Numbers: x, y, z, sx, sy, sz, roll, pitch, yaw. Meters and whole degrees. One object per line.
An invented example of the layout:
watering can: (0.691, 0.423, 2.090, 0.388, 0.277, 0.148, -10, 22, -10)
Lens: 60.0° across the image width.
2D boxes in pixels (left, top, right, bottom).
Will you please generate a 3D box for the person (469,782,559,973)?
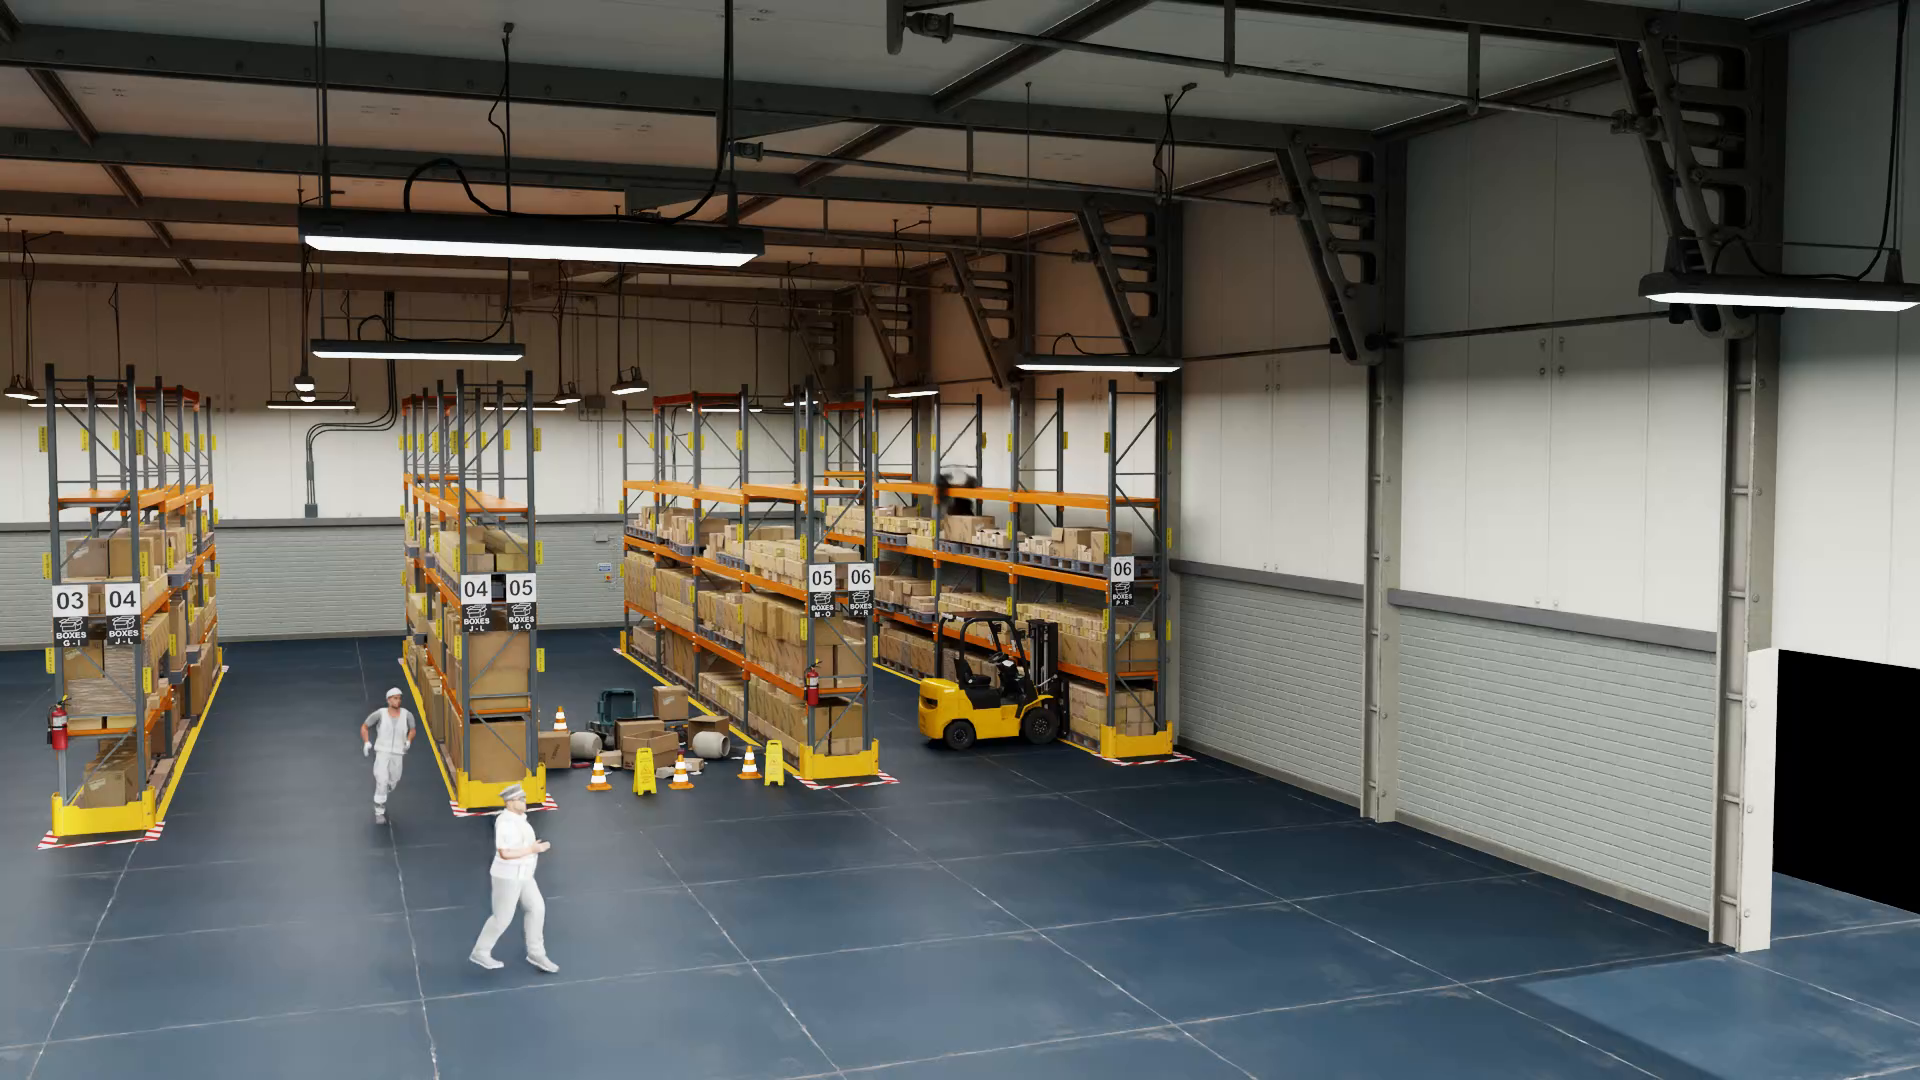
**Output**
person: (-4.210, 3.186, 15.669, 0.810, 1.823, 0.656, 0, 3, 4)

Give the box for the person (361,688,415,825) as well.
person: (-7.623, 2.850, 22.206, 0.703, 1.758, 0.788, -2, 4, -31)
